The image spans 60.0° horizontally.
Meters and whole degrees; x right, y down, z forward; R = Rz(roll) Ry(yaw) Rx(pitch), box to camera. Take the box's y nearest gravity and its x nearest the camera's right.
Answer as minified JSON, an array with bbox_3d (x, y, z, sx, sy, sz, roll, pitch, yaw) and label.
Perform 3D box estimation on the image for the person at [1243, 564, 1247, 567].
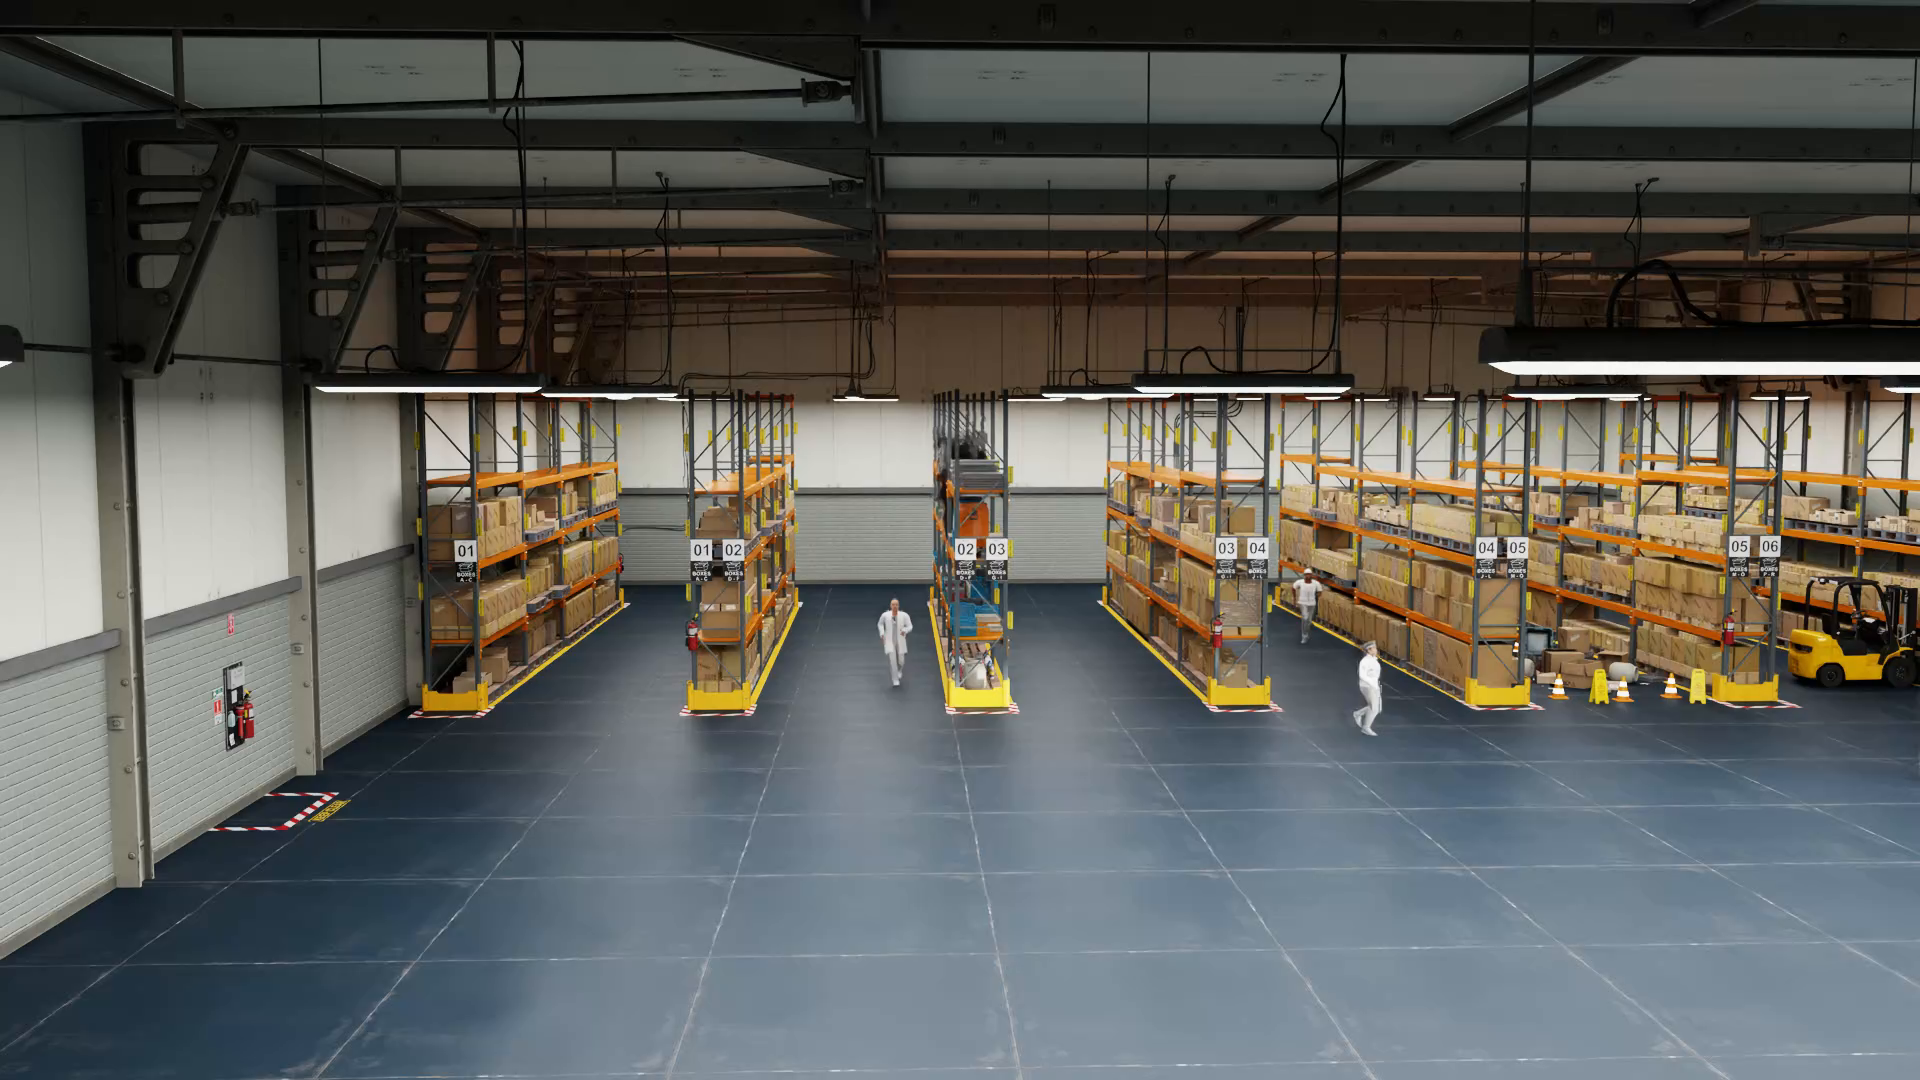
[{"bbox_3d":[7.974,1.171,44.981,0.630,1.826,0.761,0,5,0],"label":"person"}]

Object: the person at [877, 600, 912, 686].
[{"bbox_3d":[-1.331,2.078,33.978,0.709,1.742,0.798,0,5,-3],"label":"person"}]

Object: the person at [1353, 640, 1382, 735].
[{"bbox_3d":[7.084,2.559,28.897,0.571,1.669,0.653,3,6,35],"label":"person"}]

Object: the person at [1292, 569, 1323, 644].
[{"bbox_3d":[8.378,1.590,40.041,0.678,1.828,0.775,0,5,-4],"label":"person"}]
